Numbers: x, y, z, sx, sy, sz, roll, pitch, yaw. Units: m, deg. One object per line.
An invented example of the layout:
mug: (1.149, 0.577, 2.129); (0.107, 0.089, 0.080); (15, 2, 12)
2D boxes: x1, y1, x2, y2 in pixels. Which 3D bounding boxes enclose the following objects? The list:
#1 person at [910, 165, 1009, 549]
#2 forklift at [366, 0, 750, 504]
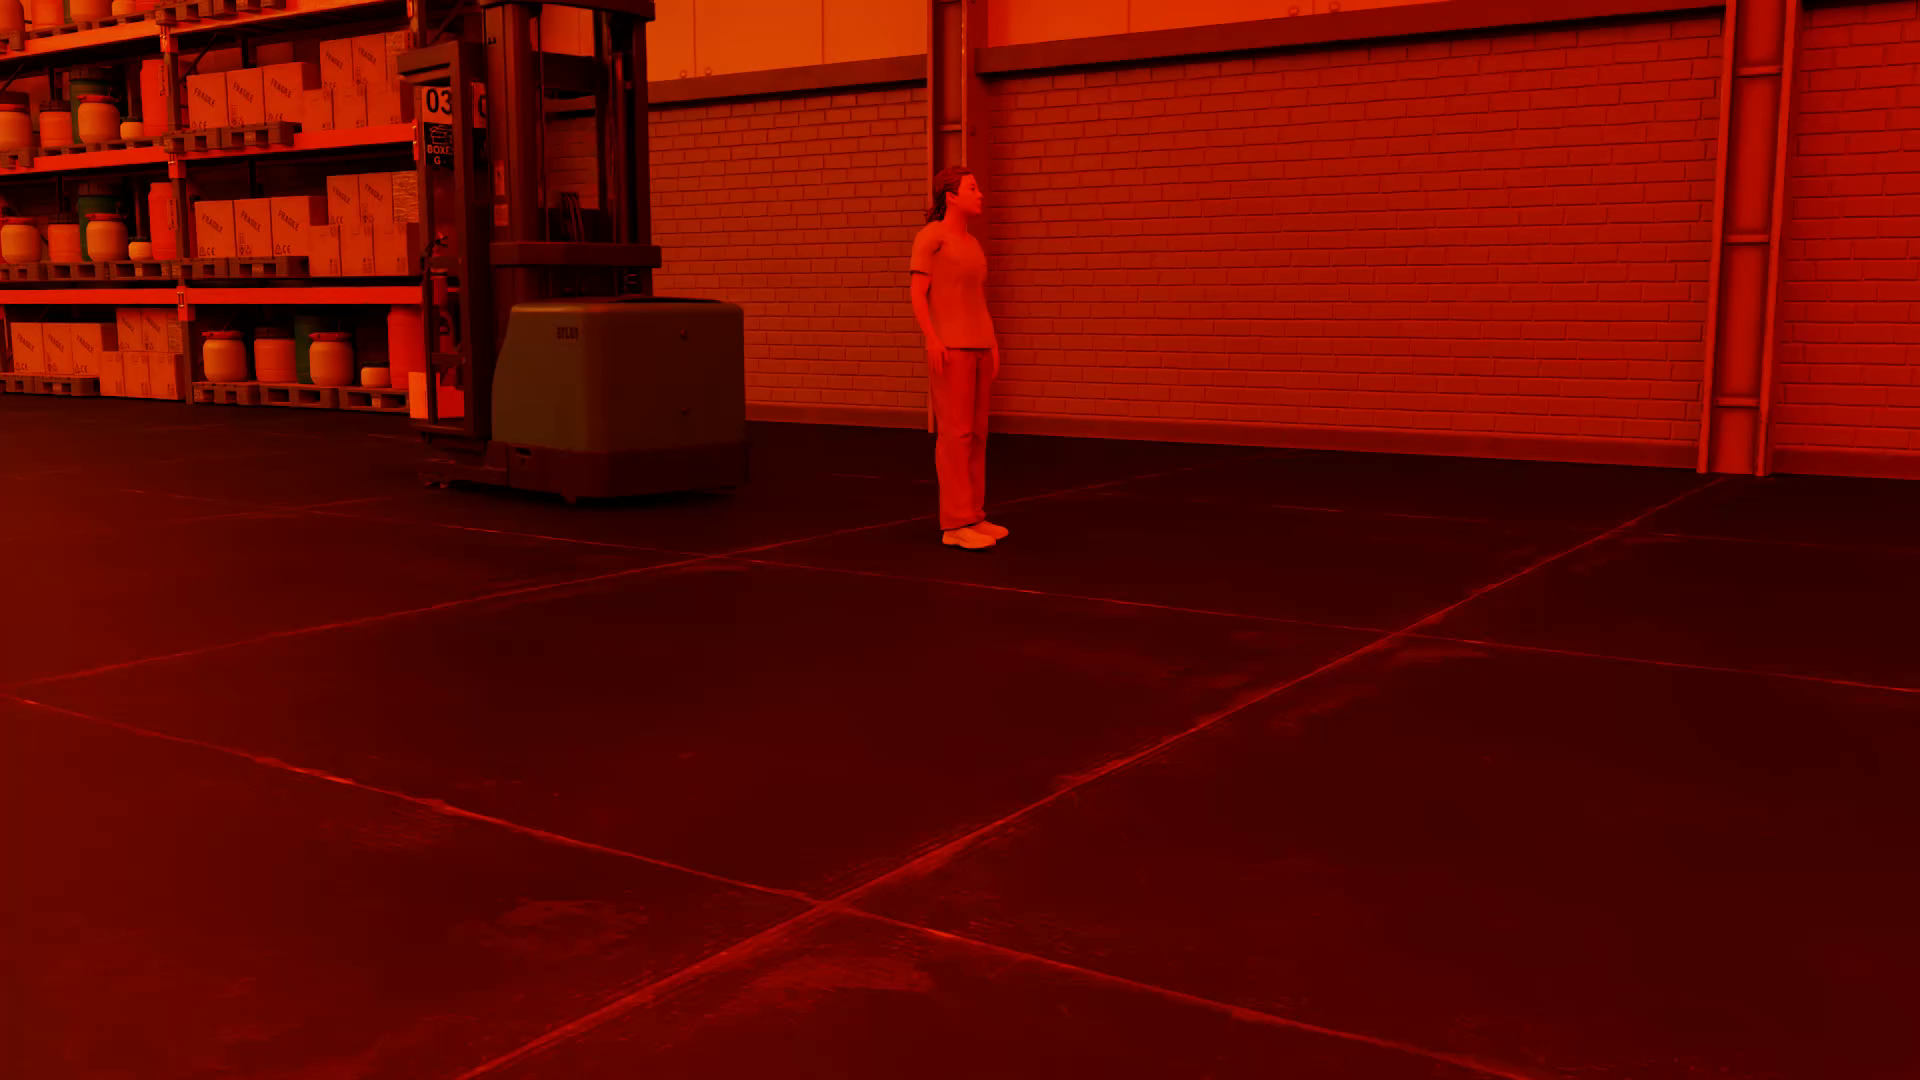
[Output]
person: (0.055, -0.830, 7.434); (0.548, 1.673, 0.553); (5, 10, 34)
forklift: (-2.568, -1.794, 9.810); (1.130, 2.935, 3.031); (-8, 11, -44)
